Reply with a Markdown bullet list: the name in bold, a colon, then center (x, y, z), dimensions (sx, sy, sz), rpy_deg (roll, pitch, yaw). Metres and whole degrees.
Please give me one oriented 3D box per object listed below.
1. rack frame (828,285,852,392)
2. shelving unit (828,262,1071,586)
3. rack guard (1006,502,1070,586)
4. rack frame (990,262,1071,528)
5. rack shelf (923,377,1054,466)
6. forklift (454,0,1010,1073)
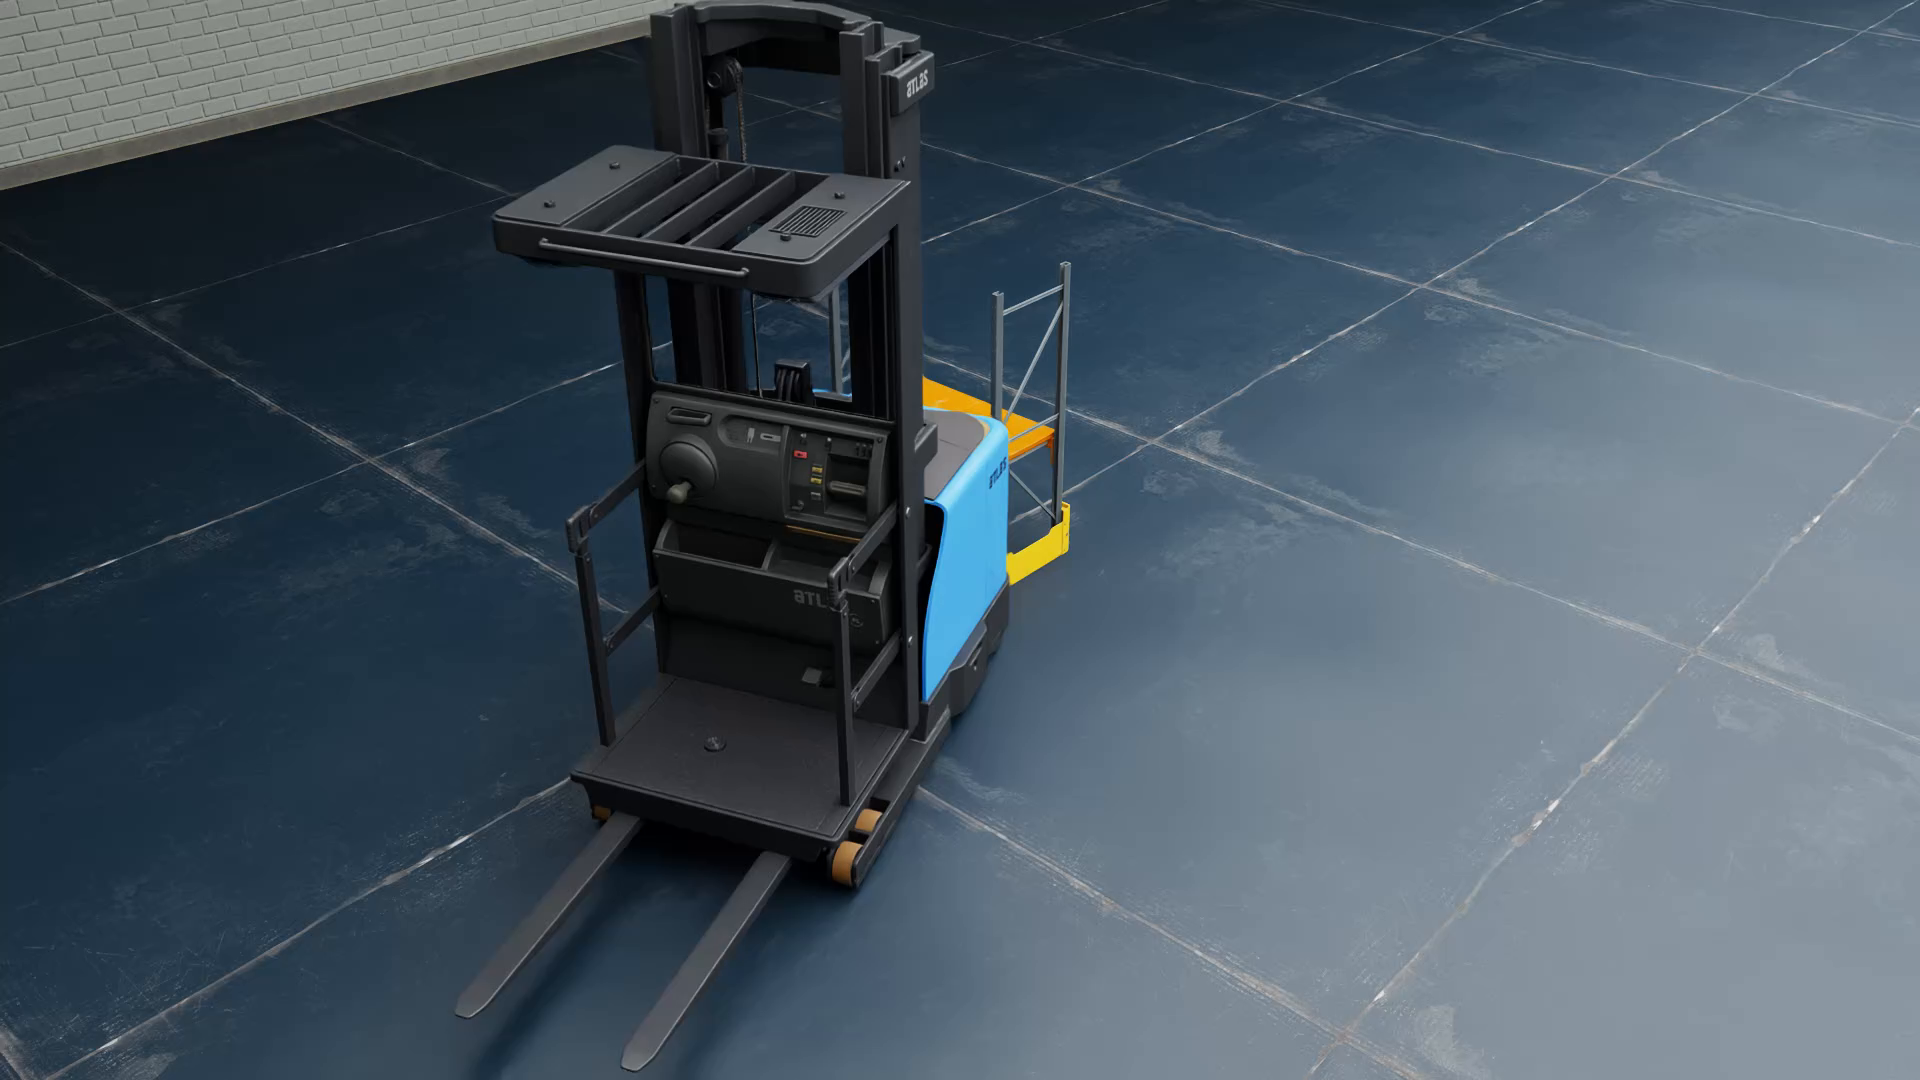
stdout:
- **rack frame**: center (-0.440, -0.848, 8.204), dimensions (0.032, 1.500, 0.500), rpy_deg (25, 39, 35)
- **shelving unit**: center (-0.057, -0.669, 7.907), dimensions (1.083, 1.500, 0.587), rpy_deg (25, 39, 35)
- **rack guard**: center (0.313, 0.039, 7.943), dimensions (0.087, 0.250, 0.587), rpy_deg (25, 39, 35)
- **rack frame**: center (0.314, -0.496, 7.620), dimensions (0.032, 1.500, 0.500), rpy_deg (25, 39, 35)
- **rack shelf**: center (-0.063, -0.518, 8.005), dimensions (1.000, 0.185, 0.538), rpy_deg (25, 39, 35)
- **forklift**: center (-0.773, -0.222, 5.778), dimensions (1.130, 2.935, 3.031), rpy_deg (11, 33, 18)
